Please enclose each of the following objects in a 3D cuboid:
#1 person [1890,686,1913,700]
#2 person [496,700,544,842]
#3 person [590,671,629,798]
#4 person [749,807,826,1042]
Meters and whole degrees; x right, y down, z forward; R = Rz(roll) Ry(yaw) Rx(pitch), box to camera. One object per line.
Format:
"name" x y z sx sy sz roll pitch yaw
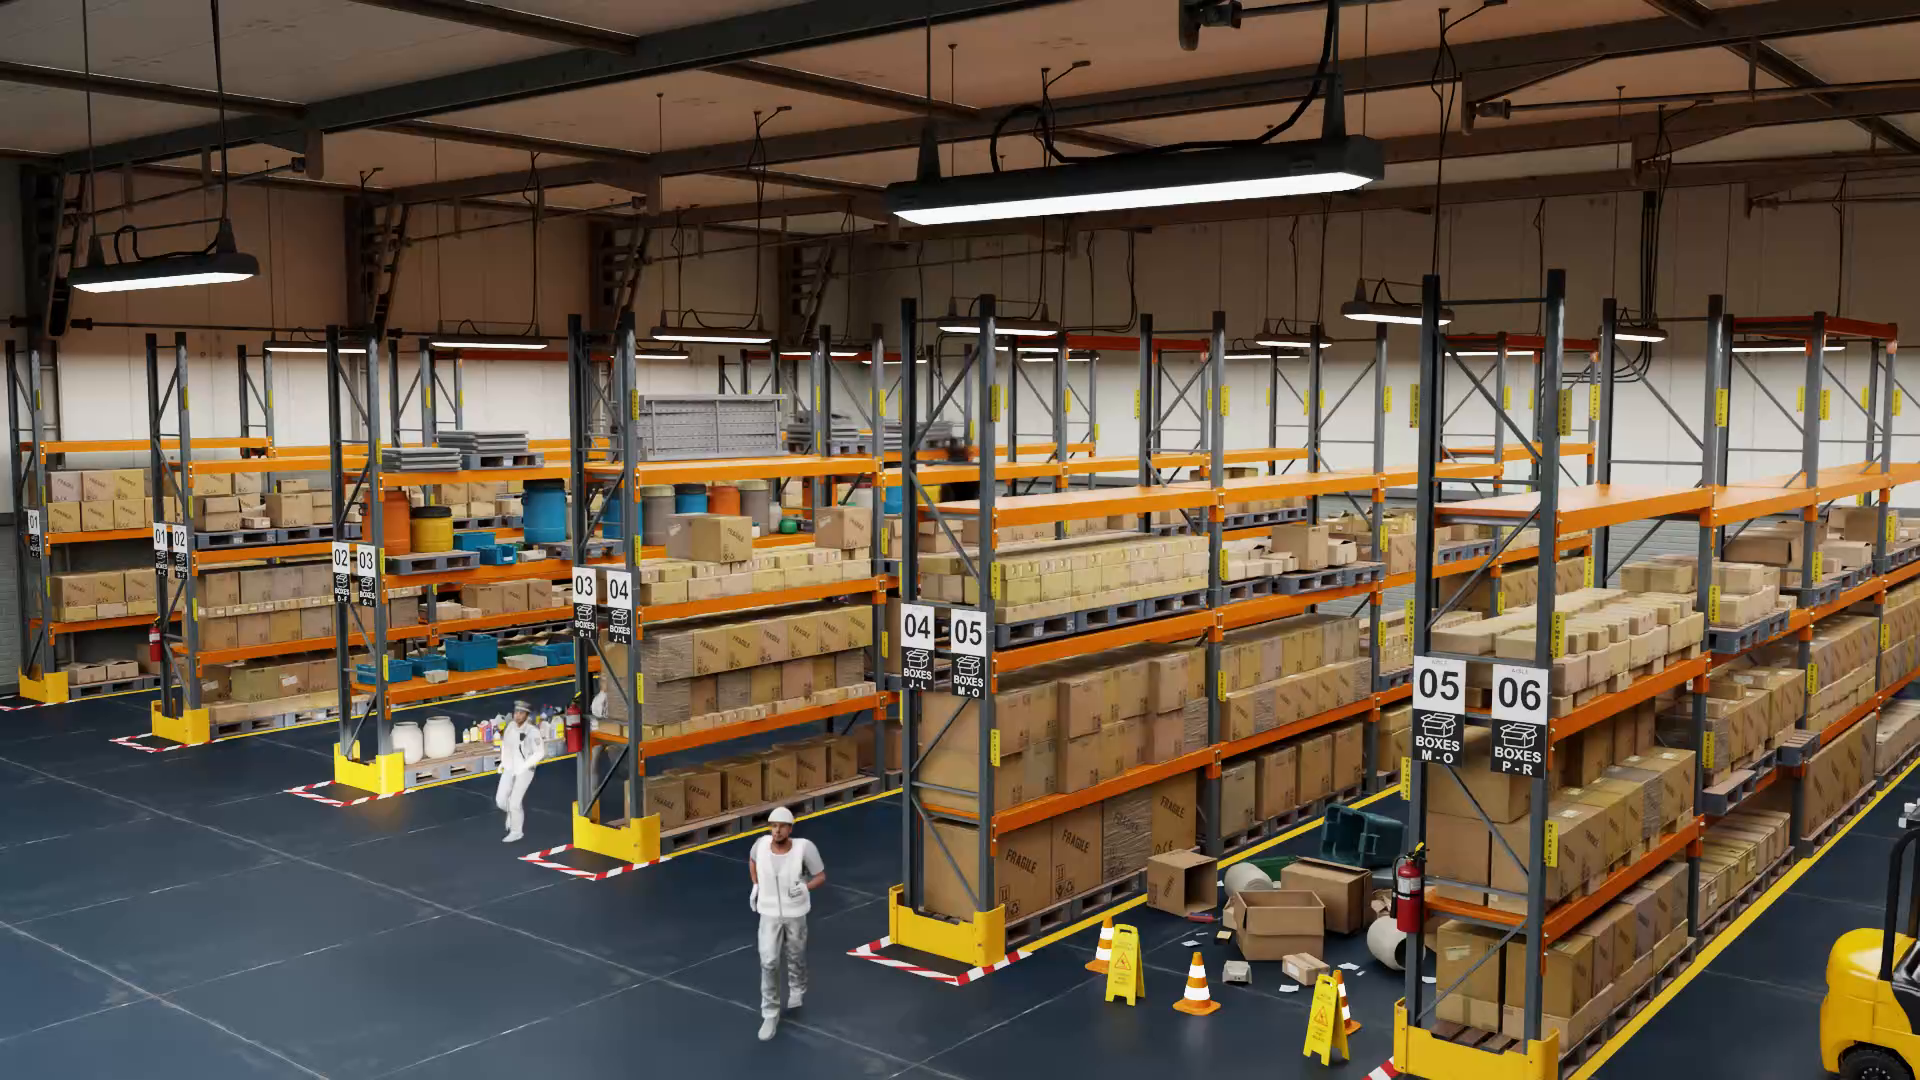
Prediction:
"person" 14.509 2.048 25.770 0.593 1.674 0.750 -4 6 -35
"person" -5.044 2.656 19.077 0.623 1.679 0.528 2 5 17
"person" -4.375 2.443 20.636 0.625 1.672 0.937 4 6 34
"person" -1.408 3.054 13.511 0.659 1.826 0.811 0 5 1
